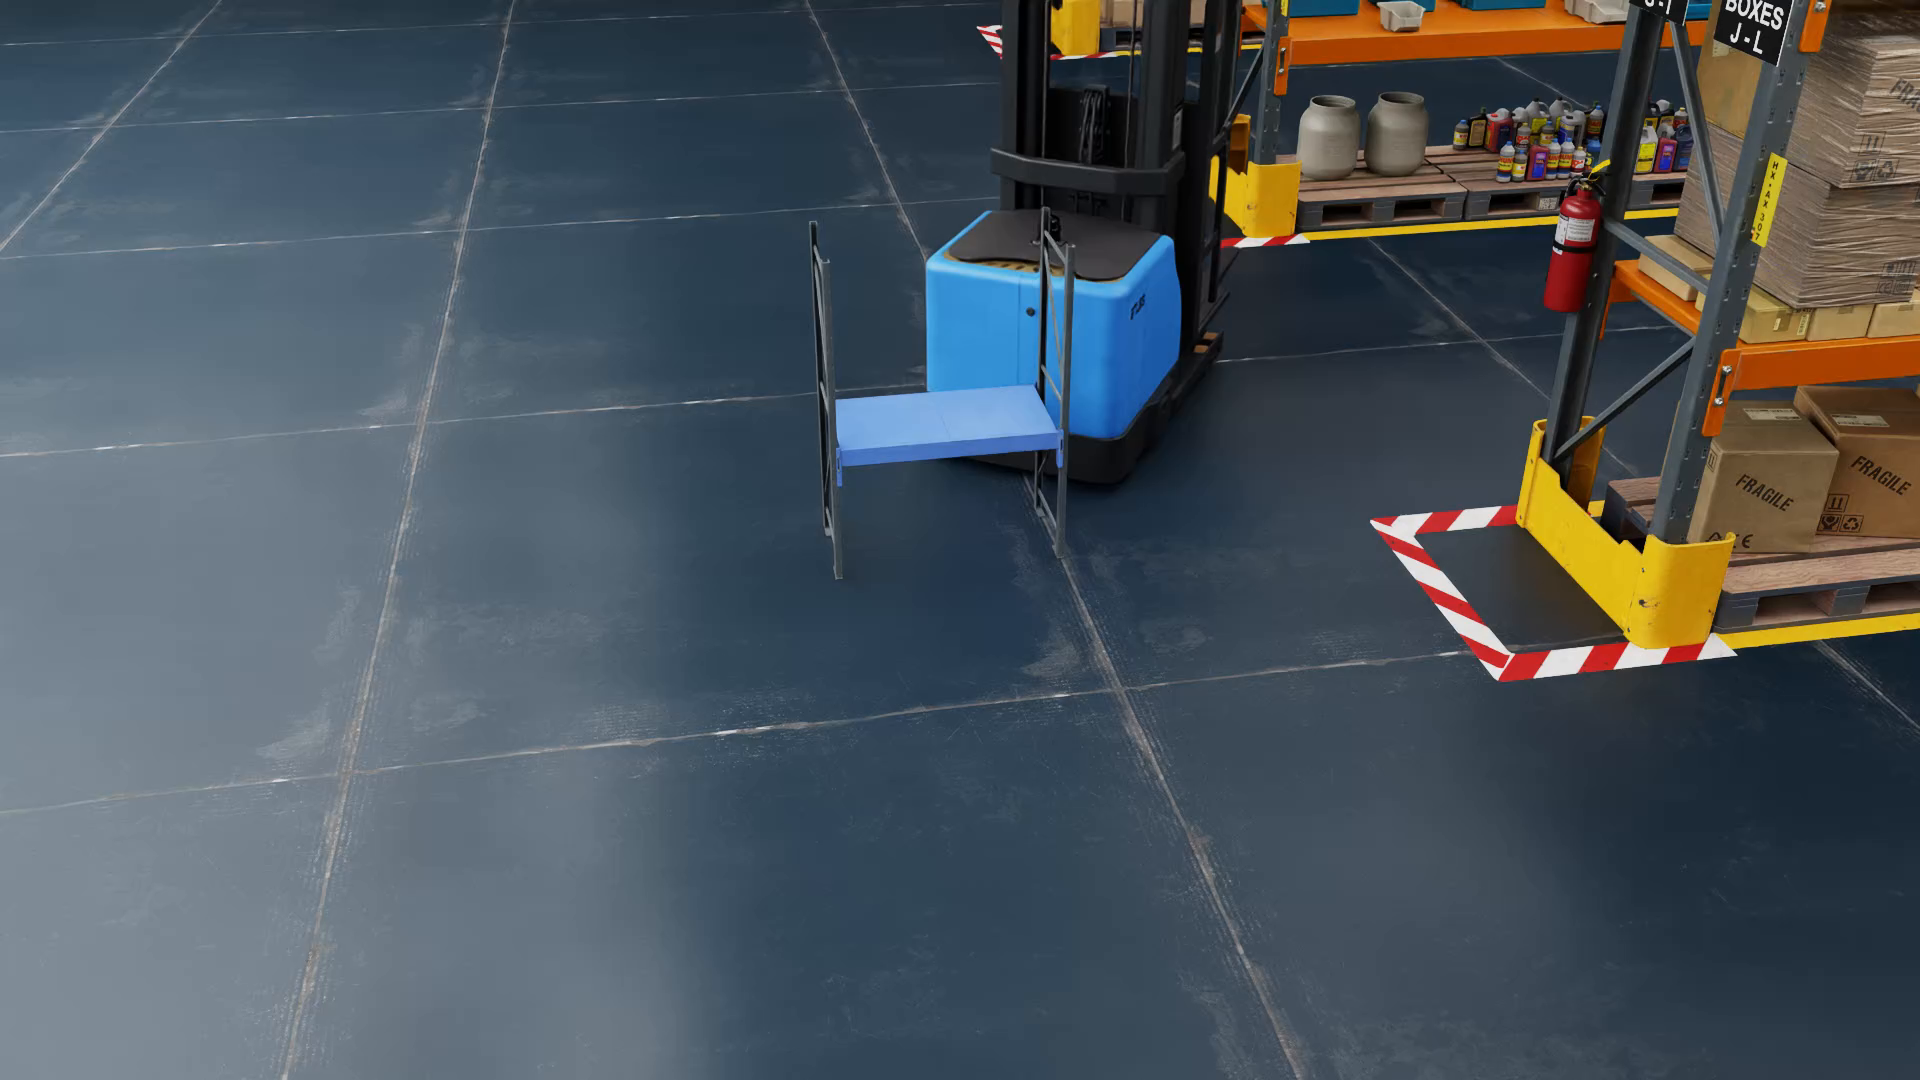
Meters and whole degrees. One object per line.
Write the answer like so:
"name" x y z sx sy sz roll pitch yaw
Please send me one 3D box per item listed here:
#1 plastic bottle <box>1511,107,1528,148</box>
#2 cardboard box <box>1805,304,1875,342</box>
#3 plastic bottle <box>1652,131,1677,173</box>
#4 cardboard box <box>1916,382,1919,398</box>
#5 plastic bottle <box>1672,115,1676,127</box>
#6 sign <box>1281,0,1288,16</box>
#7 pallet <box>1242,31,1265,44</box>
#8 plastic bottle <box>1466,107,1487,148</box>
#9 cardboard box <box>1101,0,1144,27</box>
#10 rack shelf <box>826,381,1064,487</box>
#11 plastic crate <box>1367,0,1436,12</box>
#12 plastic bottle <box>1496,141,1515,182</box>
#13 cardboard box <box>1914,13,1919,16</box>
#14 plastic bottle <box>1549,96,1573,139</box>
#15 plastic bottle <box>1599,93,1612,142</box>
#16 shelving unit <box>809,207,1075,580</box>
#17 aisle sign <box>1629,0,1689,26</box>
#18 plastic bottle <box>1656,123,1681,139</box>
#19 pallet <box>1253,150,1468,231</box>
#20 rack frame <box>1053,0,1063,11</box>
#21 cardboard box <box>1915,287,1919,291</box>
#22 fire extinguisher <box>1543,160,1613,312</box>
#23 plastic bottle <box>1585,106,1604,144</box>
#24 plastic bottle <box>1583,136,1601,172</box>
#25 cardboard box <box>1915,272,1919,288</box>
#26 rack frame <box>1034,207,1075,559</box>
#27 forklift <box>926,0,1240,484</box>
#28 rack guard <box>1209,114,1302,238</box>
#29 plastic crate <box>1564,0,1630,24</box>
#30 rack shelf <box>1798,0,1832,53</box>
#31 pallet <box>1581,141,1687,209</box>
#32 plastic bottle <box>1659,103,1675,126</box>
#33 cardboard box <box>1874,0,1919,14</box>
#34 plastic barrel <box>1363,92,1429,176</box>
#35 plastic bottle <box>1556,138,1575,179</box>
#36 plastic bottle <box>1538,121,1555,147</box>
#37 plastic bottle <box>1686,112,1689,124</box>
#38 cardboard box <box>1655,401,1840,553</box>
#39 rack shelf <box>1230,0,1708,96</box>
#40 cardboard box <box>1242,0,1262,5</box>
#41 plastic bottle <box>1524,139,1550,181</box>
"plastic bottle" 4.057 -3.023 12.185 0.135 0.276 0.152 -6 31 -10
"cardboard box" 3.405 -0.942 6.640 0.250 0.149 0.380 -5 31 -9
"plastic bottle" 4.952 -2.727 11.675 0.133 0.283 0.061 -3 31 -6
"cardboard box" 4.650 -0.401 7.525 0.500 0.500 0.500 -3 31 -4
"plastic bottle" 5.282 -3.119 12.421 0.097 0.201 0.097 0 30 0
"sign" 2.035 -3.444 10.374 0.005 0.325 0.100 -5 31 -9
"pallet" 2.994 -5.068 16.160 1.213 0.211 1.003 -5 31 -9
"plastic bottle" 3.779 -3.024 12.179 0.133 0.283 0.061 -5 31 -8
"cardboard box" 1.619 -5.003 15.598 0.500 0.250 0.500 -5 31 -9
"rack shelf" -0.084 -0.484 7.448 1.000 0.185 0.538 -5 31 -9
"plastic crate" 3.018 -3.786 11.377 0.408 0.251 0.499 -5 31 -9
"plastic bottle" 3.780 -2.623 11.509 0.097 0.271 0.097 0 30 0
"cardboard box" 3.915 -1.689 6.284 0.500 0.500 0.500 -5 31 -9
"plastic bottle" 4.402 -3.089 12.224 0.185 0.351 0.144 -6 31 -9
"plastic bottle" 4.820 -3.128 12.290 0.185 0.351 0.144 -7 31 -11
"shelving unit" -0.084 -0.639 7.357 1.048 1.500 0.538 -5 31 -9
"aisle sign" 2.717 -2.394 6.298 0.004 0.787 0.394 -5 31 -9
"plastic bottle" 5.053 -2.831 11.859 0.135 0.276 0.152 -5 31 -9
"pallet" 2.806 -2.499 11.792 1.213 0.211 1.003 -5 31 -9
"rack frame" 1.052 -6.069 15.112 0.127 3.000 1.000 -5 31 -9
"cardboard box" 3.896 -0.990 6.723 0.250 0.149 0.380 -5 31 -9
"fire extinguisher" 2.637 -1.316 7.105 0.183 0.674 0.296 -5 31 -9
"plastic bottle" 4.682 -3.062 12.256 0.097 0.271 0.097 0 30 0
"plastic bottle" 4.414 -2.682 11.609 0.097 0.271 0.097 0 30 0
"cardboard box" 3.848 -1.443 6.853 0.500 0.500 0.875 -5 31 -9
"rack frame" 0.416 -0.685 7.436 0.032 1.500 0.500 -5 31 -9
"forklift" 0.857 -2.266 8.712 1.130 2.935 3.031 12 33 19
"rack guard" 2.006 -2.552 11.597 0.348 0.500 1.175 -5 31 -9
"plastic crate" 4.323 -3.576 11.133 0.437 0.136 0.530 -5 31 -9
"rack shelf" 4.799 -2.295 6.445 4.000 0.370 1.077 -5 31 -9
"pallet" 5.206 -2.722 12.171 1.213 0.211 1.003 -5 31 -9
"plastic bottle" 5.189 -3.076 12.268 0.133 0.283 0.061 -5 31 -9
"cardboard box" 3.819 -1.954 6.735 0.500 0.500 0.500 -5 31 -9
"plastic barrel" 3.067 -2.852 11.681 0.421 0.512 0.421 0 30 0
"plastic bottle" 4.215 -2.663 11.578 0.097 0.271 0.097 0 30 0
"plastic bottle" 4.284 -2.952 12.137 0.097 0.201 0.097 0 30 0
"plastic bottle" 5.482 -3.167 12.435 0.097 0.271 0.097 0 30 0
"cardboard box" 3.449 -0.282 7.322 0.500 0.500 0.500 0 30 0
"rack shelf" 3.907 -3.472 11.405 4.000 0.370 1.077 -5 31 -9
"cardboard box" 2.602 -5.096 15.756 0.500 0.250 0.500 -5 31 -9
"plastic bottle" 4.006 -2.640 11.526 0.133 0.283 0.061 -5 31 -8
